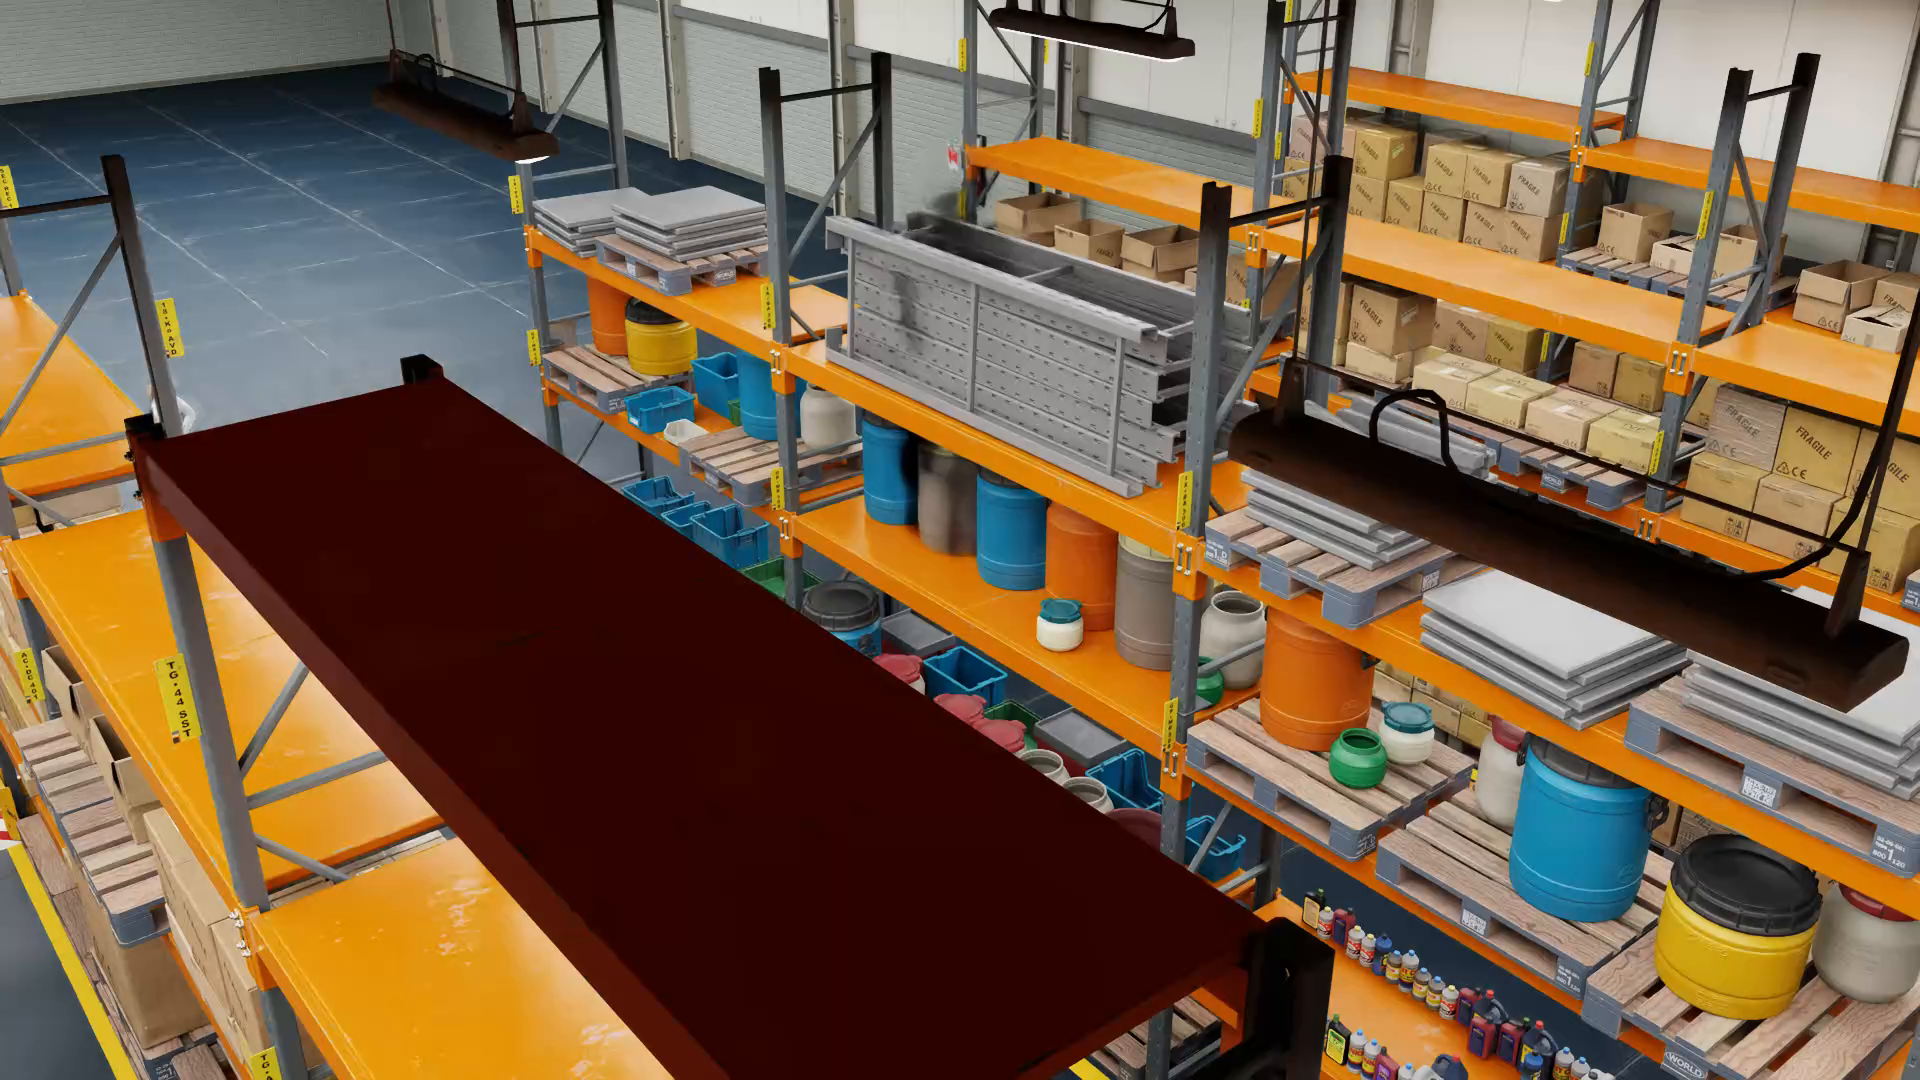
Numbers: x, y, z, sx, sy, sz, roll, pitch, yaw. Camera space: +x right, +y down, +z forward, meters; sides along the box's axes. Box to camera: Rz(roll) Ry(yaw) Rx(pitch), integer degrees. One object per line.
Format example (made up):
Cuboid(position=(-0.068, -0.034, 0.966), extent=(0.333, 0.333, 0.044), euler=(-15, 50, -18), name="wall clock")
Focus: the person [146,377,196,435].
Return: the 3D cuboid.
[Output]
Cuboid(position=(-8.610, -0.983, 18.351), extent=(0.782, 1.726, 0.611), euler=(-4, 26, -8), name="person")
